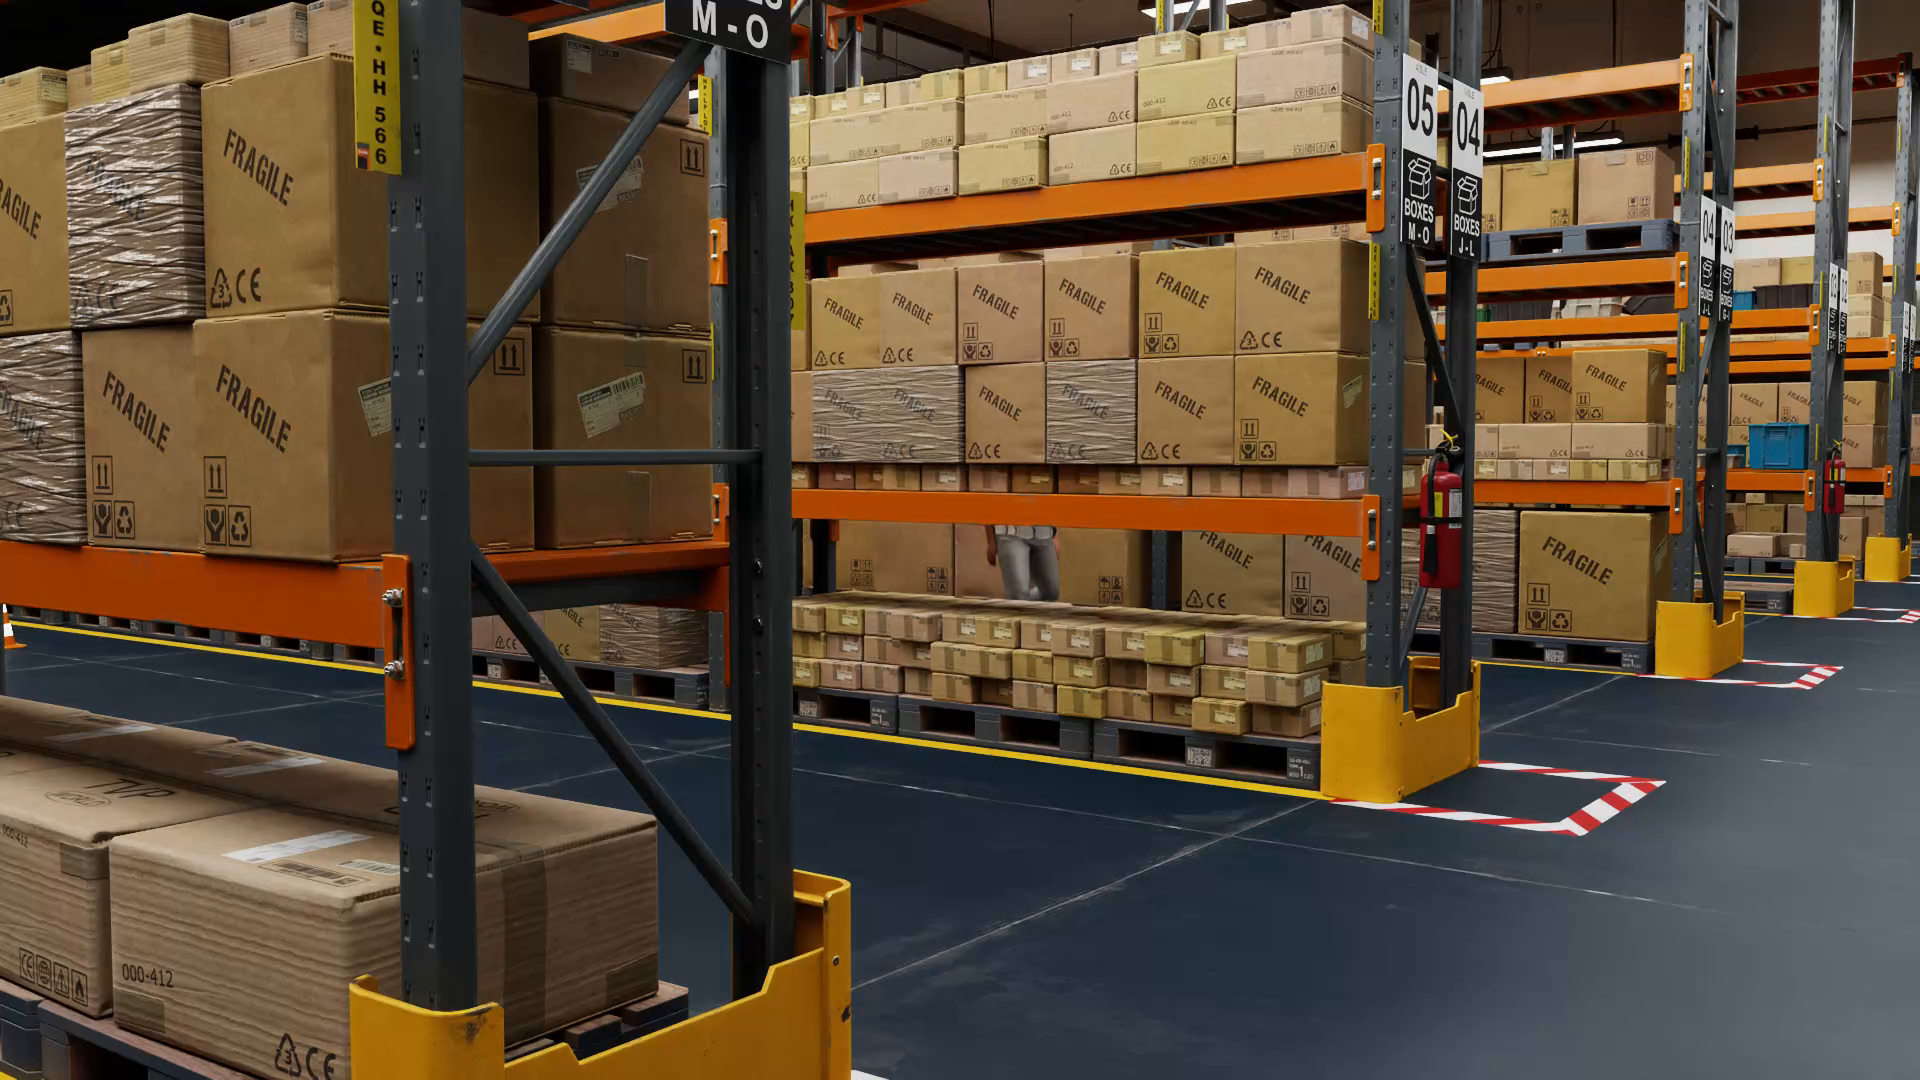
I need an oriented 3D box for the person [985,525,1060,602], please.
[{"bbox_3d":[0.450,-0.009,11.898,0.554,1.726,0.792,-1,3,-21],"label":"person"}]
